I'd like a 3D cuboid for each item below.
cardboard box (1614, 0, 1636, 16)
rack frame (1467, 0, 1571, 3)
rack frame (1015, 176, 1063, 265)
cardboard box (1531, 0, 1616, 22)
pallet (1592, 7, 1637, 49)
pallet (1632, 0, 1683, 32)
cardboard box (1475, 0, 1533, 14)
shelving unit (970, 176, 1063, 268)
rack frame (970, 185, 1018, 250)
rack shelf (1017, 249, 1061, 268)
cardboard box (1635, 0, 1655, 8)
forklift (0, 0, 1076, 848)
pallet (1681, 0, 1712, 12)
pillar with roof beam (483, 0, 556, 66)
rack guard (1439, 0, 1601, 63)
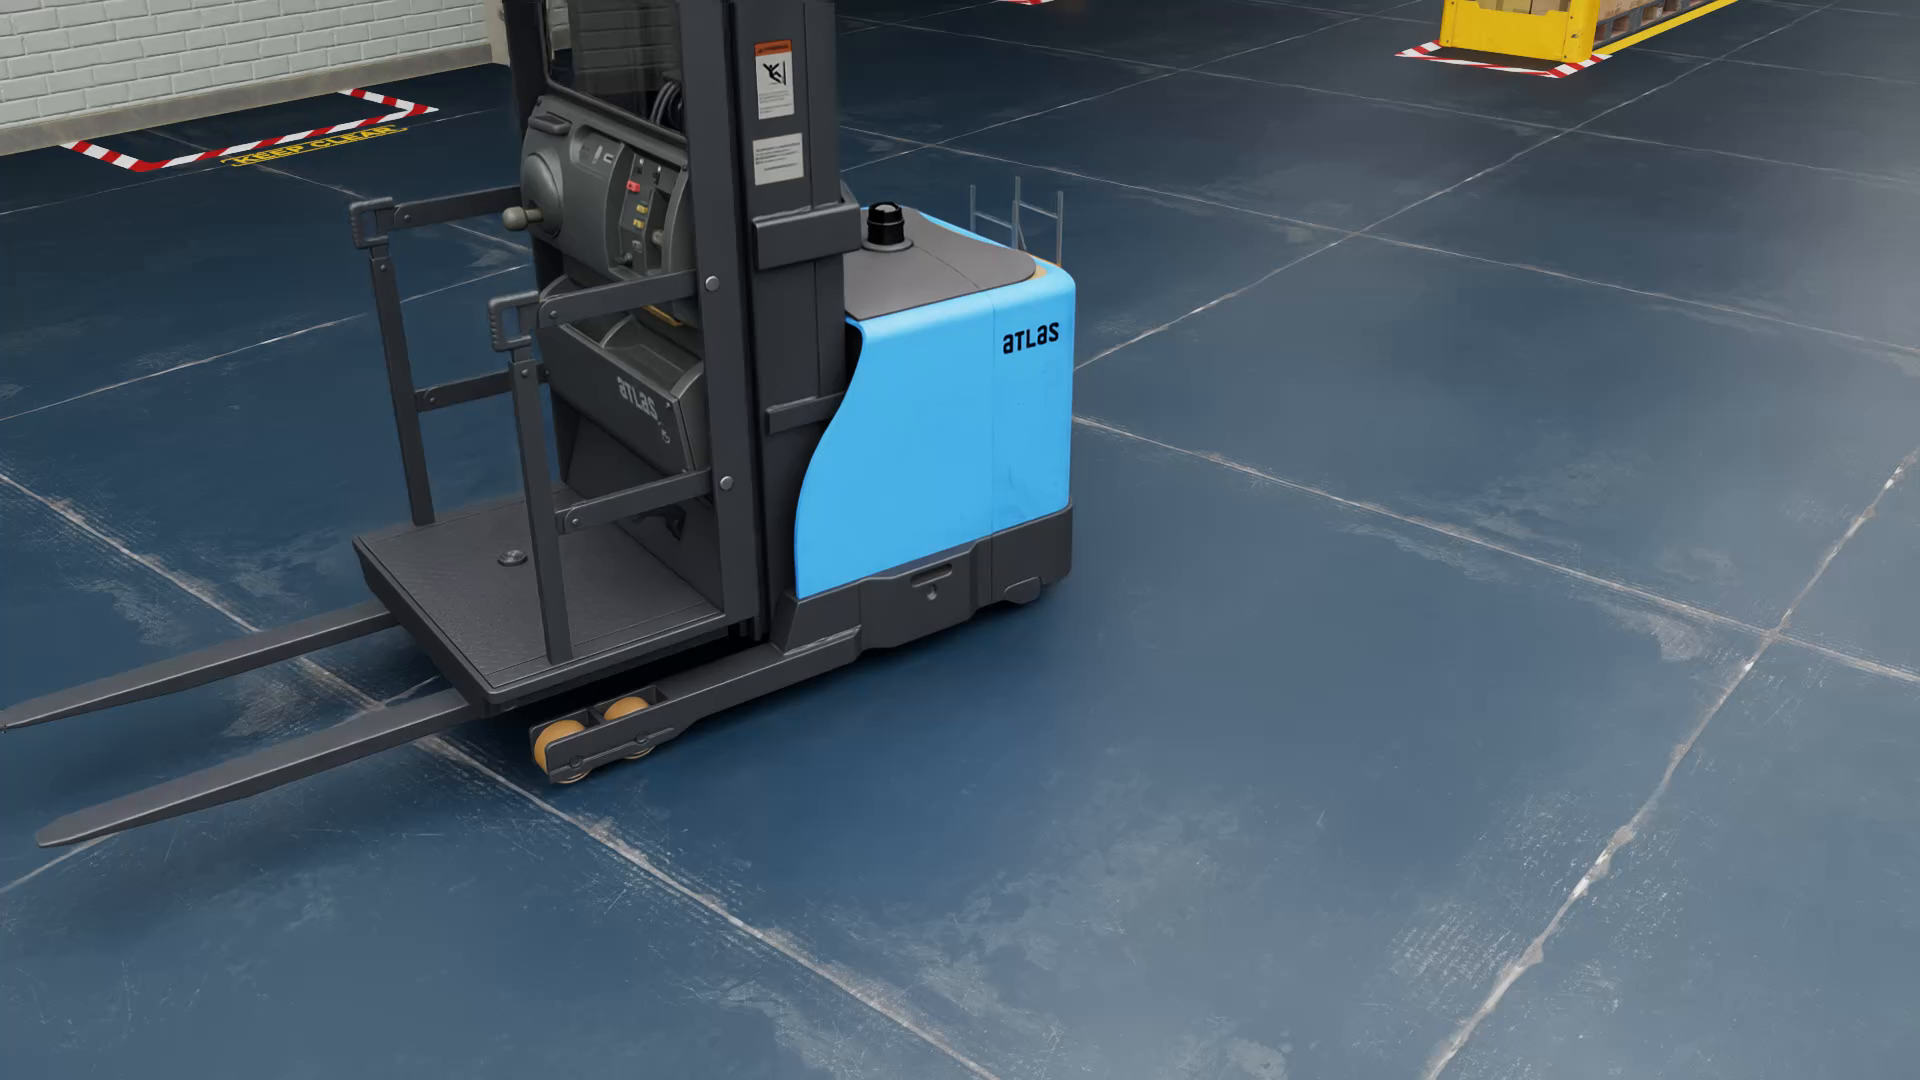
[{"bbox_3d":[5.279,-4.530,13.777,0.500,0.250,0.500,21,34,34],"label":"cardboard box"},{"bbox_3d":[4.451,-5.261,12.655,1.000,3.000,0.127,21,34,34],"label":"rack frame"},{"bbox_3d":[0.254,-0.612,5.627,0.006,1.200,0.240,-19,33,-32],"label":"rack frame"},{"bbox_3d":[4.964,-4.351,13.432,0.500,0.250,0.500,21,34,34],"label":"cardboard box"},{"bbox_3d":[4.905,-4.306,13.843,1.003,0.211,1.213,21,34,34],"label":"pallet"},{"bbox_3d":[5.681,-4.736,14.676,1.003,0.211,1.213,21,34,34],"label":"pallet"},{"bbox_3d":[4.564,-4.503,13.724,0.500,0.250,0.500,21,34,34],"label":"cardboard box"},{"bbox_3d":[0.180,-0.587,5.579,0.189,1.200,0.258,-19,33,-32],"label":"shelving unit"},{"bbox_3d":[0.107,-0.562,5.531,0.006,1.200,0.240,-19,33,-32],"label":"rack frame"},{"bbox_3d":[0.180,-0.867,5.434,0.180,0.103,0.258,-19,33,-32],"label":"rack shelf"},{"bbox_3d":[5.597,-4.707,14.119,0.500,0.250,0.500,21,34,34],"label":"cardboard box"},{"bbox_3d":[-1.127,-0.922,4.343,3.031,2.935,1.130,-19,33,-32],"label":"forklift"},{"bbox_3d":[6.457,-5.171,15.515,1.003,0.211,1.213,21,34,34],"label":"pallet"},{"bbox_3d":[-0.091,-6.487,8.496,9.100,9.000,0.400,21,34,34],"label":"pillar with roof beam"},{"bbox_3d":[4.436,-4.142,13.213,1.175,0.500,0.348,21,34,34],"label":"rack guard"}]
